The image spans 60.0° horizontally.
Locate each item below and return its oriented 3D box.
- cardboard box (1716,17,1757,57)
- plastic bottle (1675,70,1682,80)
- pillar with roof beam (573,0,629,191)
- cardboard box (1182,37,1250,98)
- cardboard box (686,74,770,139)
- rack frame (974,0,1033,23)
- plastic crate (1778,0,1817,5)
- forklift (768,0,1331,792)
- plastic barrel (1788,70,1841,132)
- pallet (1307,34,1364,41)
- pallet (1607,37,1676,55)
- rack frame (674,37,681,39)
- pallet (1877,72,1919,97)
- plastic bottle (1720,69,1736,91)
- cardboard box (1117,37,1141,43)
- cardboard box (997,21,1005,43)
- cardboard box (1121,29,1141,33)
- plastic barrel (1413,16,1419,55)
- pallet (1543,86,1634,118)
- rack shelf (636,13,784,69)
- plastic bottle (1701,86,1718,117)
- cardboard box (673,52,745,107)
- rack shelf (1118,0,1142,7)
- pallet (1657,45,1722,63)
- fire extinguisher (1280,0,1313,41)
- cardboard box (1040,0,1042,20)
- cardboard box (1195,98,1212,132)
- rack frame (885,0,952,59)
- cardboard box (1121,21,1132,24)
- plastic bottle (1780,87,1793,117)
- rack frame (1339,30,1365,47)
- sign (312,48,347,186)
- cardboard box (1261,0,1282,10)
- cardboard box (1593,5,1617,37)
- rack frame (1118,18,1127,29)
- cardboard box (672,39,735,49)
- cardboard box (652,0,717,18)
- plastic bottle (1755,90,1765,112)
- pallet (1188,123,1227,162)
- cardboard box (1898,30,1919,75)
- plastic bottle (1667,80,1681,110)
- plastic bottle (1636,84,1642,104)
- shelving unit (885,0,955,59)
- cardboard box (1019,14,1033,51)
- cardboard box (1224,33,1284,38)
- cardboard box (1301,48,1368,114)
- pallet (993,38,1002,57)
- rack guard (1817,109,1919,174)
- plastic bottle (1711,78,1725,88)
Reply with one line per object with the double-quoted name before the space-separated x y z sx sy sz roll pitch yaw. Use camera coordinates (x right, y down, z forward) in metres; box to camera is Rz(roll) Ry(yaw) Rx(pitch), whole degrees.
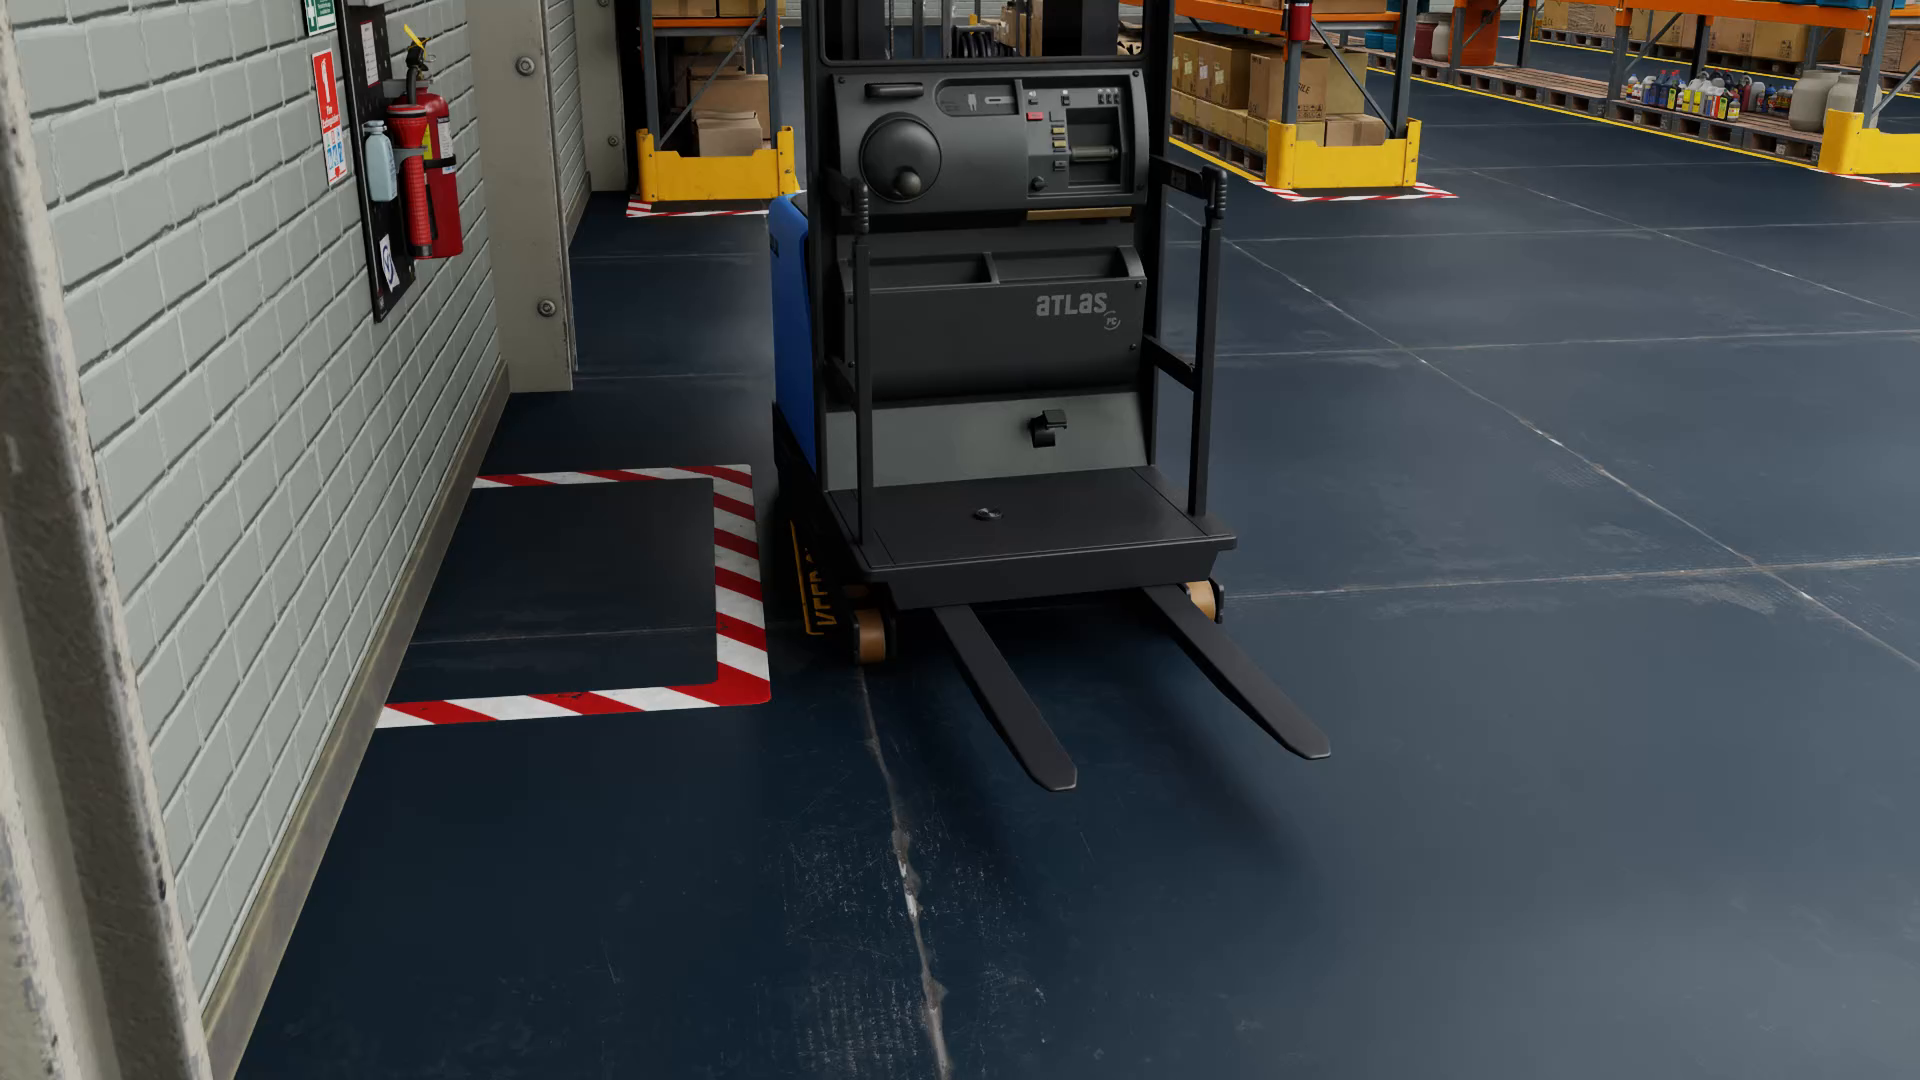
"cardboard box" 11.504 -7.292 23.390 1.225 0.875 0.875 -3 21 -8
"plastic bottle" 7.227 -4.579 16.847 0.144 0.351 0.185 -3 21 -8
"pillar with roof beam" 1.455 -7.249 12.263 9.100 9.000 0.400 -3 21 -8
"cardboard box" 2.378 -4.396 15.457 0.500 0.500 0.500 -3 21 -8
"cardboard box" -1.997 -3.756 14.428 0.700 0.500 0.500 -4 21 -11
"rack frame" 0.747 -9.813 27.704 1.000 3.000 0.127 -3 21 -8
"plastic crate" 7.499 -4.836 14.589 0.499 0.251 0.408 -3 21 -8
"forklift" 0.152 -1.161 4.637 1.130 2.935 3.031 -5 21 -13
"plastic barrel" 7.713 -3.951 14.963 0.421 0.512 0.421 0 20 0
"pallet" 5.902 -8.047 26.959 1.003 0.211 1.213 -3 21 -8
"pallet" 11.095 -7.888 26.533 1.003 0.211 1.213 -3 21 -8
"rack frame" -3.578 -8.177 23.323 1.000 3.000 0.127 -3 21 -8
"pallet" 11.987 -5.543 20.257 1.003 0.211 1.213 -3 21 -8
"plastic bottle" 7.785 -4.597 16.896 0.144 0.351 0.185 -4 21 -10
"cardboard box" 1.915 -5.483 18.637 0.500 0.311 0.500 -3 21 -8
"cardboard box" 0.853 -7.818 25.574 0.500 0.311 0.500 -3 21 -8
"cardboard box" 2.220 -6.046 20.145 0.500 0.311 0.500 -2 21 -6
"plastic barrel" 6.382 -7.074 23.324 0.421 0.512 0.421 0 20 0
"pallet" 7.227 -4.871 18.456 1.003 0.211 1.213 -3 21 -8
"rack shelf" -2.136 -4.378 14.179 1.077 0.370 4.000 -3 21 -8
"plastic bottle" 7.228 -4.203 15.946 0.152 0.276 0.135 -3 21 -9
"cardboard box" -2.547 -4.697 16.948 0.700 0.500 0.500 -2 21 -6
"rack shelf" 2.189 -6.014 18.559 1.077 0.370 4.000 -3 21 -8
"pallet" 11.313 -7.357 25.113 1.003 0.211 1.213 -3 21 -8
"fire extinguisher" 2.611 -4.173 12.713 0.296 0.674 0.183 -3 21 -8
"cardboard box" 1.369 -7.115 22.352 0.500 0.250 0.500 -3 21 -9
"cardboard box" 2.456 -3.872 15.125 0.500 0.250 0.500 -3 21 -8
"rack frame" -0.226 -1.291 6.172 0.400 2.100 0.015 -5 21 -13
"cardboard box" 1.969 -6.606 22.059 0.500 0.500 0.500 -3 21 -8
"plastic bottle" 7.953 -4.212 15.978 0.097 0.271 0.097 0 20 0
"rack frame" 6.226 -8.677 24.661 1.000 3.000 0.127 -3 21 -8
"sign" -1.644 -1.106 4.340 0.001 0.329 0.234 -3 21 -8
"cardboard box" 2.918 -4.664 13.775 0.700 0.500 0.500 -2 21 -6
"cardboard box" 10.981 -8.672 27.085 0.875 0.875 0.875 -3 21 -8
"rack frame" 1.900 -7.044 20.288 1.000 3.000 0.127 -3 21 -8
"cardboard box" -2.886 -5.397 18.822 0.700 0.500 0.500 -3 21 -8
"cardboard box" -2.107 -4.114 12.629 0.500 0.250 0.500 -3 21 -7
"plastic bottle" 7.895 -4.320 16.365 0.097 0.201 0.097 0 20 0
"pallet" 2.729 -3.652 15.191 1.003 0.211 1.213 -3 21 -8
"cardboard box" 12.001 -5.959 20.327 0.700 0.500 0.500 -1 21 -3
"plastic bottle" 7.095 -4.416 16.505 0.061 0.283 0.133 -2 21 -5
"plastic bottle" 7.021 -4.600 17.115 0.097 0.201 0.097 0 20 0
"shelving unit" -0.285 -1.374 6.394 0.431 2.100 0.503 -5 21 -13
"cardboard box" 1.152 -7.284 23.875 0.500 0.500 0.500 -4 21 -10
"cardboard box" 2.821 -4.595 15.991 0.500 0.500 0.500 -3 21 -8
"cardboard box" 3.122 -3.904 14.138 0.500 0.500 0.500 -3 21 -8
"pallet" 1.047 -7.783 26.254 1.003 0.211 1.213 -3 21 -8
"rack guard" 7.898 -3.375 14.038 1.175 0.500 0.348 -3 21 -8
"plastic bottle" 7.642 -4.546 16.865 0.152 0.276 0.135 -3 21 -8
